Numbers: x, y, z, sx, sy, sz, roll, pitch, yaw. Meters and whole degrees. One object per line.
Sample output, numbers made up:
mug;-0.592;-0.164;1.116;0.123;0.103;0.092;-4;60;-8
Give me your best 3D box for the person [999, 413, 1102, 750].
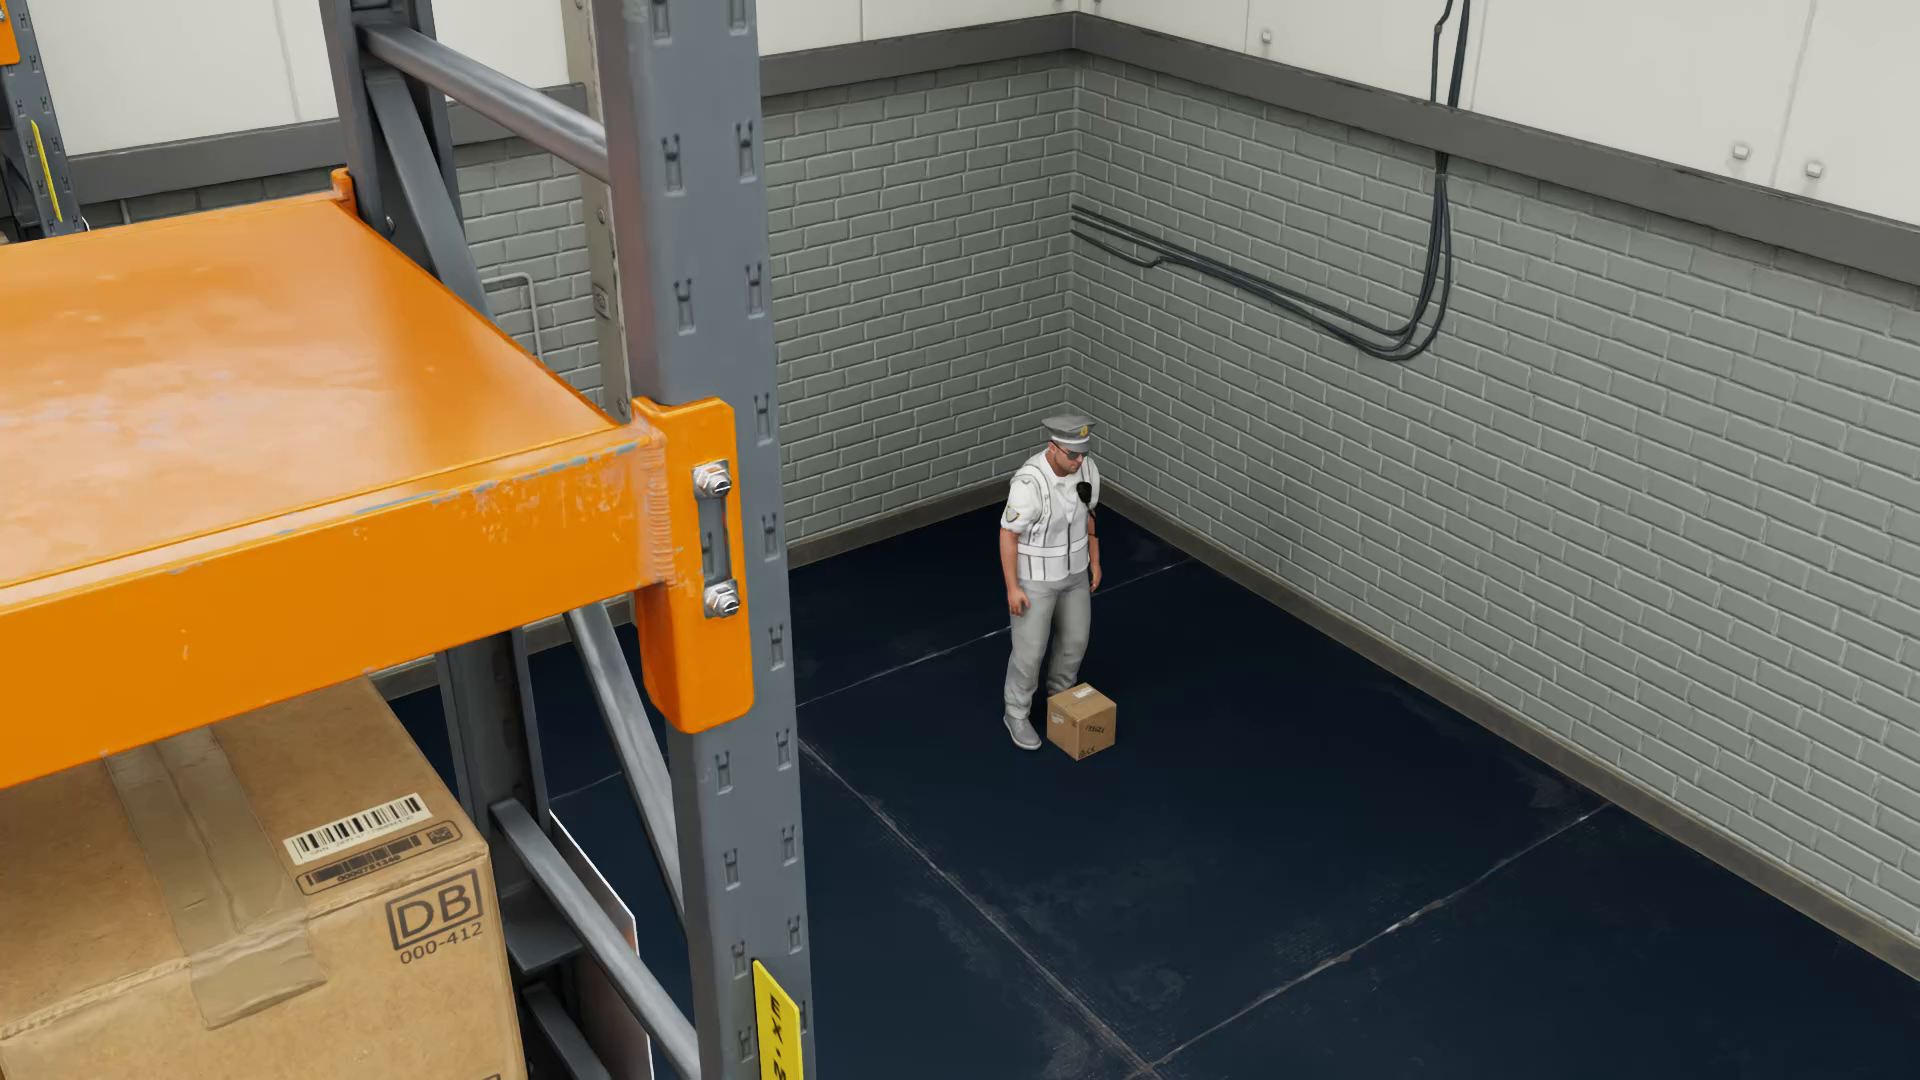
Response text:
person;0.451;0.163;8.317;0.586;1.745;0.439;-18;33;-30
